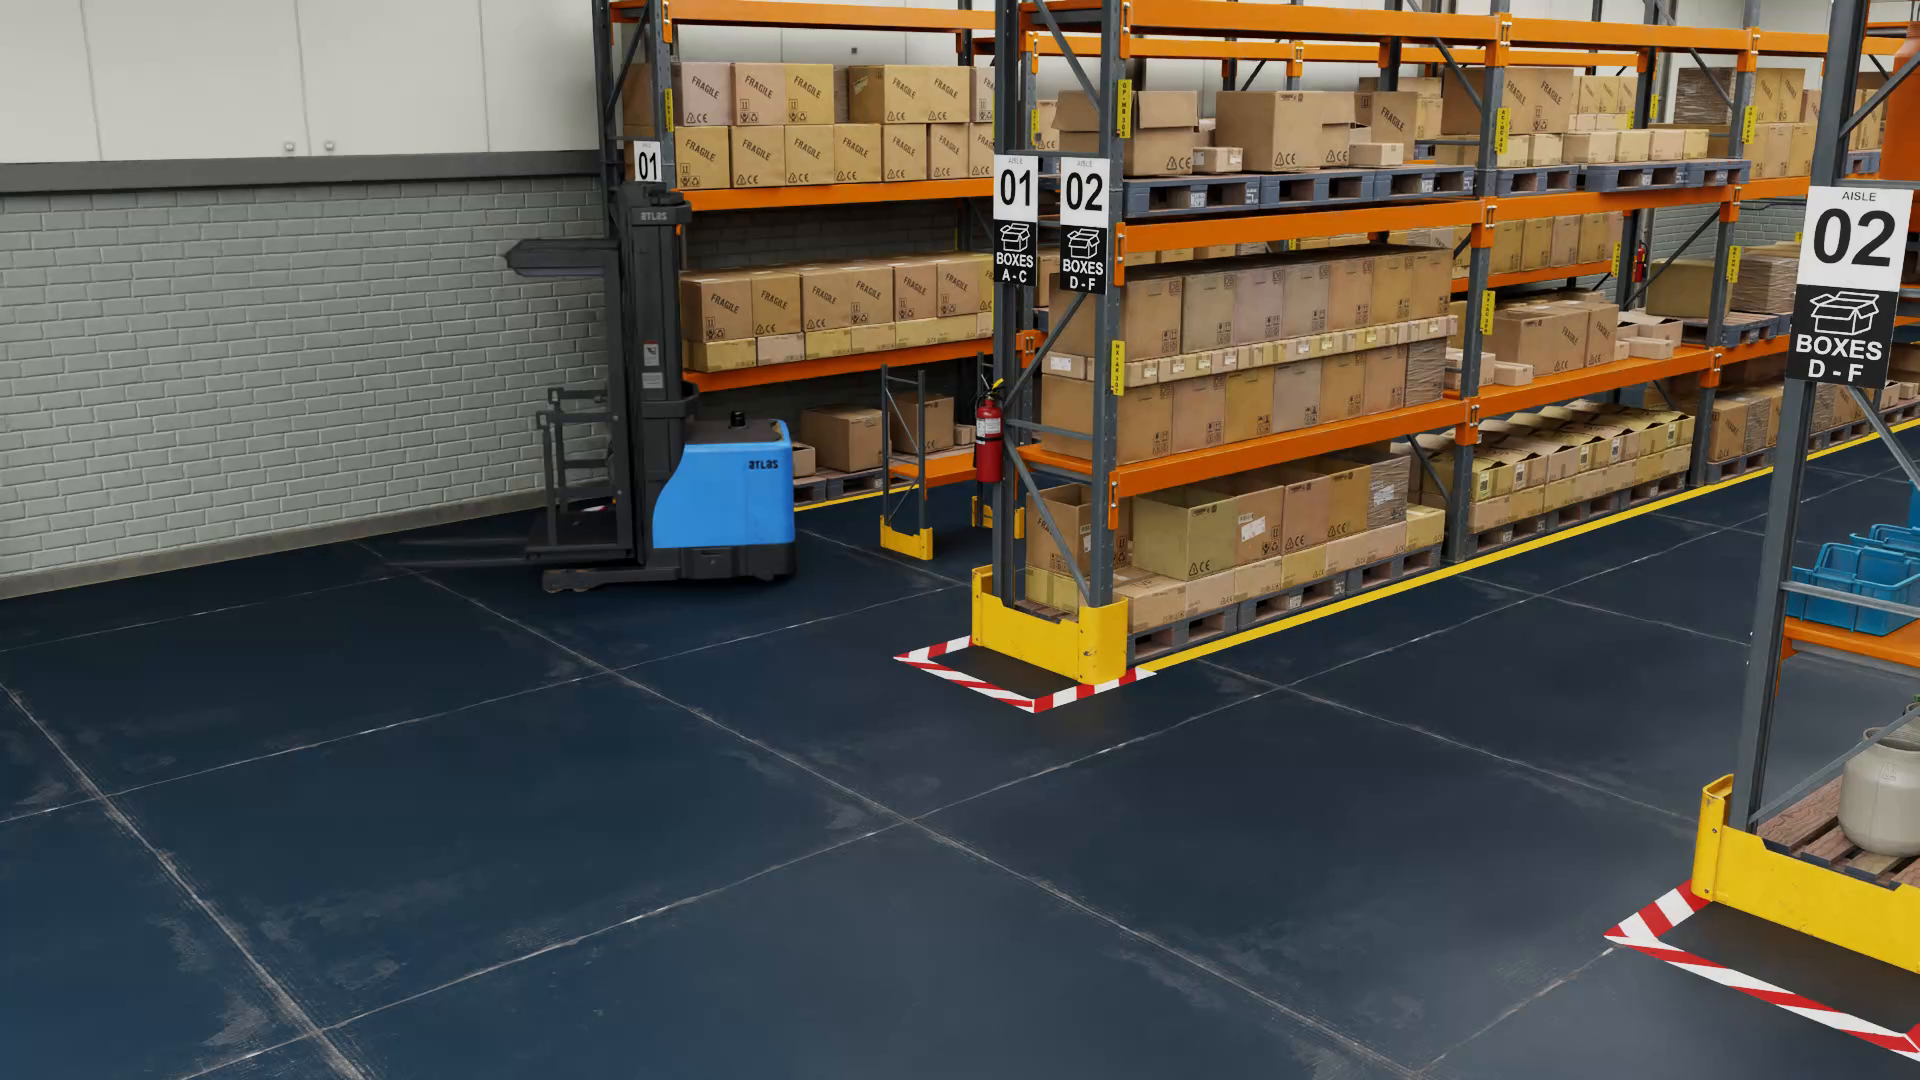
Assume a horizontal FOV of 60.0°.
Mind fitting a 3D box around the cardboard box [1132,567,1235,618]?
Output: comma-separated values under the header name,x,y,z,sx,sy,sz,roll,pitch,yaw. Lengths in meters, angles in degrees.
name,x,y,z,sx,sy,sz,roll,pitch,yaw
cardboard box,1.511,0.308,11.298,0.500,0.250,0.500,-13,19,-39

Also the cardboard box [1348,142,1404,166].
name,x,y,z,sx,sy,sz,roll,pitch,yaw
cardboard box,2.872,-2.703,11.645,0.250,0.149,0.380,-13,19,-39

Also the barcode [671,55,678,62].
name,x,y,z,sx,sy,sz,roll,pitch,yaw
barcode,-2.462,-4.136,14.316,0.075,0.075,0.001,-13,19,-39

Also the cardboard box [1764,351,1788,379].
name,x,y,z,sx,sy,sz,roll,pitch,yaw
cardboard box,8.359,-1.880,17.515,0.500,0.250,0.500,-13,19,-39

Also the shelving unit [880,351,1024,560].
name,x,y,z,sx,sy,sz,roll,pitch,yaw
shelving unit,-0.058,-0.712,13.508,1.083,1.500,0.587,-13,19,-39

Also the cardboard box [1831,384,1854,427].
name,x,y,z,sx,sy,sz,roll,pitch,yaw
cardboard box,9.075,-1.501,17.546,0.500,0.500,0.500,-13,19,-39

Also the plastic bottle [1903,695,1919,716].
name,x,y,z,sx,sy,sz,roll,pitch,yaw
plastic bottle,5.008,0.961,8.752,0.133,0.283,0.061,-12,19,-38

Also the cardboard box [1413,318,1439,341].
name,x,y,z,sx,sy,sz,roll,pitch,yaw
cardboard box,3.351,-1.594,12.456,0.250,0.149,0.380,-13,20,-41

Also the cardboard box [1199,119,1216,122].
name,x,y,z,sx,sy,sz,roll,pitch,yaw
cardboard box,2.327,-4.310,18.023,0.637,0.503,0.797,-9,18,-32

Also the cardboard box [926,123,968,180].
name,x,y,z,sx,sy,sz,roll,pitch,yaw
cardboard box,-0.260,-3.616,15.430,0.500,0.500,0.500,14,20,42

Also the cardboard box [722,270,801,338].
name,x,y,z,sx,sy,sz,roll,pitch,yaw
cardboard box,-1.732,-2.052,14.417,0.500,0.500,0.500,-13,19,-39

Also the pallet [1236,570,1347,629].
name,x,y,z,sx,sy,sz,roll,pitch,yaw
pallet,2.055,0.320,12.144,1.213,0.211,1.003,-13,19,-39

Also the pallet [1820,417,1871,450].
name,x,y,z,sx,sy,sz,roll,pitch,yaw
pallet,9.049,-1.225,17.926,1.213,0.211,1.003,-13,19,-39

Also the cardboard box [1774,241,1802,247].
name,x,y,z,sx,sy,sz,roll,pitch,yaw
cardboard box,9.134,-2.932,17.905,0.700,0.500,0.500,8,17,28

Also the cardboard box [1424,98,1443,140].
name,x,y,z,sx,sy,sz,roll,pitch,yaw
cardboard box,5.647,-5.263,20.783,0.500,0.500,0.700,-14,20,-42

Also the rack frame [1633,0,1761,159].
name,x,y,z,sx,sy,sz,roll,pitch,yaw
rack frame,6.620,-4.938,14.799,0.127,3.000,1.000,-13,19,-39

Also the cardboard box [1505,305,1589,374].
name,x,y,z,sx,sy,sz,roll,pitch,yaw
cardboard box,4.968,-1.711,14.150,0.500,0.500,0.500,-13,19,-39

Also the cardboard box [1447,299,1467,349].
name,x,y,z,sx,sy,sz,roll,pitch,yaw
cardboard box,5.978,-2.710,21.434,0.750,0.750,0.750,-12,19,-39

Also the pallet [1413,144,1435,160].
name,x,y,z,sx,sy,sz,roll,pitch,yaw
pallet,5.724,-4.873,20.738,1.217,0.209,0.805,-14,20,-42

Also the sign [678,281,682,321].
name,x,y,z,sx,sy,sz,roll,pitch,yaw
sign,-2.313,-1.961,13.600,0.005,0.325,0.100,-13,19,-39

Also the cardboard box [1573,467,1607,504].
name,x,y,z,sx,sy,sz,roll,pitch,yaw
cardboard box,5.230,-0.517,14.388,0.500,0.250,0.500,-12,19,-38

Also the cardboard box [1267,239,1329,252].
name,x,y,z,sx,sy,sz,roll,pitch,yaw
cardboard box,3.900,-3.237,19.249,0.500,0.500,0.500,-12,19,-38

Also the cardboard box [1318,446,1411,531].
name,x,y,z,sx,sy,sz,roll,pitch,yaw
cardboard box,3.012,-0.395,12.478,0.500,0.500,0.500,-13,19,-39

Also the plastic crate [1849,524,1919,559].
name,x,y,z,sx,sy,sz,roll,pitch,yaw
plastic crate,4.509,0.101,7.849,0.408,0.251,0.499,-13,19,-39

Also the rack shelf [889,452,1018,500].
name,x,y,z,sx,sy,sz,roll,pitch,yaw
rack shelf,-0.064,-0.536,13.549,1.000,0.185,0.538,-13,19,-39

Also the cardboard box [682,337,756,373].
name,x,y,z,sx,sy,sz,roll,pitch,yaw
cardboard box,-2.093,-1.606,14.202,0.500,0.250,0.500,-13,20,-41

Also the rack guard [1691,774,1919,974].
name,x,y,z,sx,sy,sz,roll,pitch,yaw
rack guard,3.861,1.466,7.292,0.348,0.500,1.175,-13,19,-39

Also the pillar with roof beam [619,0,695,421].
name,x,y,z,sx,sy,sz,roll,pitch,yaw
pillar with roof beam,0.117,-3.995,11.270,0.400,9.000,9.100,-13,19,-39

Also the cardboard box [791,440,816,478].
name,x,y,z,sx,sy,sz,roll,pitch,yaw
cardboard box,-1.658,-0.758,15.132,0.500,0.311,0.500,-11,18,-35

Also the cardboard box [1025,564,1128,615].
name,x,y,z,sx,sy,sz,roll,pitch,yaw
cardboard box,0.796,0.293,11.355,0.500,0.250,0.500,-13,19,-39

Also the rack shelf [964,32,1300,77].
name,x,y,z,sx,sy,sz,roll,pitch,yaw
rack shelf,1.857,-5.022,17.283,4.000,0.370,1.077,-13,19,-39

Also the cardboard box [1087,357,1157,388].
name,x,y,z,sx,sy,sz,roll,pitch,yaw
cardboard box,1.023,-1.071,10.495,0.250,0.149,0.380,-13,20,-40

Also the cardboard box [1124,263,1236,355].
name,x,y,z,sx,sy,sz,roll,pitch,yaw
cardboard box,1.379,-1.535,10.977,0.500,0.500,0.700,-13,20,-41

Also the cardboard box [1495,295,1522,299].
name,x,y,z,sx,sy,sz,roll,pitch,yaw
cardboard box,7.561,-3.287,23.018,0.250,0.149,0.380,-12,19,-39

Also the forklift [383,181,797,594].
name,x,y,z,sx,sy,sz,roll,pitch,yaw
forklift,-2.797,-1.167,12.438,3.031,2.935,1.130,-2,15,-8

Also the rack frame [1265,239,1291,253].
name,x,y,z,sx,sy,sz,roll,pitch,yaw
rack frame,3.366,-3.003,19.181,0.127,3.000,1.000,-13,19,-39

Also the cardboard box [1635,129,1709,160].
name,x,y,z,sx,sy,sz,roll,pitch,yaw
cardboard box,6.315,-3.531,14.822,0.500,0.250,0.500,14,21,43

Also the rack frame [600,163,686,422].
name,x,y,z,sx,sy,sz,roll,pitch,yaw
rack frame,-2.669,-1.648,14.107,0.127,3.000,1.000,-13,19,-39

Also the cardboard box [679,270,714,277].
name,x,y,z,sx,sy,sz,roll,pitch,yaw
cardboard box,-2.453,-2.069,14.481,0.500,0.500,0.500,-13,20,-40

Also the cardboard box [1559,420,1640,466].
name,x,y,z,sx,sy,sz,roll,pitch,yaw
cardboard box,5.617,-0.874,14.637,0.500,0.311,0.500,-13,20,-40

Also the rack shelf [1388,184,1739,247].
name,x,y,z,sx,sy,sz,roll,pitch,yaw
rack shelf,5.112,-2.802,14.010,4.000,0.370,1.077,-13,19,-39

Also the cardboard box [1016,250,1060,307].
name,x,y,z,sx,sy,sz,roll,pitch,yaw
cardboard box,0.755,-2.666,16.872,0.500,0.500,0.700,-13,19,-39

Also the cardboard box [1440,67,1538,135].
name,x,y,z,sx,sy,sz,roll,pitch,yaw
cardboard box,4.094,-3.401,12.880,0.500,0.500,0.500,-12,19,-39

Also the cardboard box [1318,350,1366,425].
name,x,y,z,sx,sy,sz,roll,pitch,yaw
cardboard box,2.498,-1.159,12.083,0.500,0.500,0.700,-12,19,-39

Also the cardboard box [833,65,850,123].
name,x,y,z,sx,sy,sz,roll,pitch,yaw
cardboard box,-1.340,-4.020,15.004,0.500,0.500,0.500,-13,20,-39

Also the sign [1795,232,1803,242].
name,x,y,z,sx,sy,sz,roll,pitch,yaw
sign,9.276,-3.240,18.389,0.005,0.325,0.100,-13,19,-39

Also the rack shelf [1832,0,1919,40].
name,x,y,z,sx,sy,sz,roll,pitch,yaw
rack shelf,5.343,-2.416,7.526,4.000,0.370,1.077,-13,19,-39

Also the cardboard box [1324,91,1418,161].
name,x,y,z,sx,sy,sz,roll,pitch,yaw
cardboard box,3.050,-3.096,12.437,0.500,0.500,0.500,-11,18,-35

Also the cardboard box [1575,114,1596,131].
name,x,y,z,sx,sy,sz,roll,pitch,yaw
cardboard box,8.241,-5.633,22.497,0.500,0.250,0.500,-13,20,-41

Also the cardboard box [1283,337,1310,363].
name,x,y,z,sx,sy,sz,roll,pitch,yaw
cardboard box,2.183,-1.331,11.469,0.250,0.149,0.380,-12,19,-39

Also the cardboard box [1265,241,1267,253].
name,x,y,z,sx,sy,sz,roll,pitch,yaw
cardboard box,3.549,-3.336,19.619,0.500,0.500,0.500,-12,19,-39

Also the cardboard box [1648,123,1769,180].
name,x,y,z,sx,sy,sz,roll,pitch,yaw
cardboard box,6.927,-3.617,15.474,0.500,0.500,0.910,-13,19,-39

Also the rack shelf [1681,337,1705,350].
name,x,y,z,sx,sy,sz,roll,pitch,yaw
rack shelf,8.129,-2.125,16.909,3.809,0.124,0.919,-13,19,-39

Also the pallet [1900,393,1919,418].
name,x,y,z,sx,sy,sz,roll,pitch,yaw
pallet,11.077,-1.694,19.682,1.213,0.211,1.003,-13,19,-39

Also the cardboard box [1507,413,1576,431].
name,x,y,z,sx,sy,sz,roll,pitch,yaw
cardboard box,5.256,-0.977,15.022,0.500,0.311,0.500,-13,20,-41

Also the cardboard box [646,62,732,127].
name,x,y,z,sx,sy,sz,roll,pitch,yaw
cardboard box,-2.219,-3.656,13.643,0.500,0.500,0.500,14,21,43
